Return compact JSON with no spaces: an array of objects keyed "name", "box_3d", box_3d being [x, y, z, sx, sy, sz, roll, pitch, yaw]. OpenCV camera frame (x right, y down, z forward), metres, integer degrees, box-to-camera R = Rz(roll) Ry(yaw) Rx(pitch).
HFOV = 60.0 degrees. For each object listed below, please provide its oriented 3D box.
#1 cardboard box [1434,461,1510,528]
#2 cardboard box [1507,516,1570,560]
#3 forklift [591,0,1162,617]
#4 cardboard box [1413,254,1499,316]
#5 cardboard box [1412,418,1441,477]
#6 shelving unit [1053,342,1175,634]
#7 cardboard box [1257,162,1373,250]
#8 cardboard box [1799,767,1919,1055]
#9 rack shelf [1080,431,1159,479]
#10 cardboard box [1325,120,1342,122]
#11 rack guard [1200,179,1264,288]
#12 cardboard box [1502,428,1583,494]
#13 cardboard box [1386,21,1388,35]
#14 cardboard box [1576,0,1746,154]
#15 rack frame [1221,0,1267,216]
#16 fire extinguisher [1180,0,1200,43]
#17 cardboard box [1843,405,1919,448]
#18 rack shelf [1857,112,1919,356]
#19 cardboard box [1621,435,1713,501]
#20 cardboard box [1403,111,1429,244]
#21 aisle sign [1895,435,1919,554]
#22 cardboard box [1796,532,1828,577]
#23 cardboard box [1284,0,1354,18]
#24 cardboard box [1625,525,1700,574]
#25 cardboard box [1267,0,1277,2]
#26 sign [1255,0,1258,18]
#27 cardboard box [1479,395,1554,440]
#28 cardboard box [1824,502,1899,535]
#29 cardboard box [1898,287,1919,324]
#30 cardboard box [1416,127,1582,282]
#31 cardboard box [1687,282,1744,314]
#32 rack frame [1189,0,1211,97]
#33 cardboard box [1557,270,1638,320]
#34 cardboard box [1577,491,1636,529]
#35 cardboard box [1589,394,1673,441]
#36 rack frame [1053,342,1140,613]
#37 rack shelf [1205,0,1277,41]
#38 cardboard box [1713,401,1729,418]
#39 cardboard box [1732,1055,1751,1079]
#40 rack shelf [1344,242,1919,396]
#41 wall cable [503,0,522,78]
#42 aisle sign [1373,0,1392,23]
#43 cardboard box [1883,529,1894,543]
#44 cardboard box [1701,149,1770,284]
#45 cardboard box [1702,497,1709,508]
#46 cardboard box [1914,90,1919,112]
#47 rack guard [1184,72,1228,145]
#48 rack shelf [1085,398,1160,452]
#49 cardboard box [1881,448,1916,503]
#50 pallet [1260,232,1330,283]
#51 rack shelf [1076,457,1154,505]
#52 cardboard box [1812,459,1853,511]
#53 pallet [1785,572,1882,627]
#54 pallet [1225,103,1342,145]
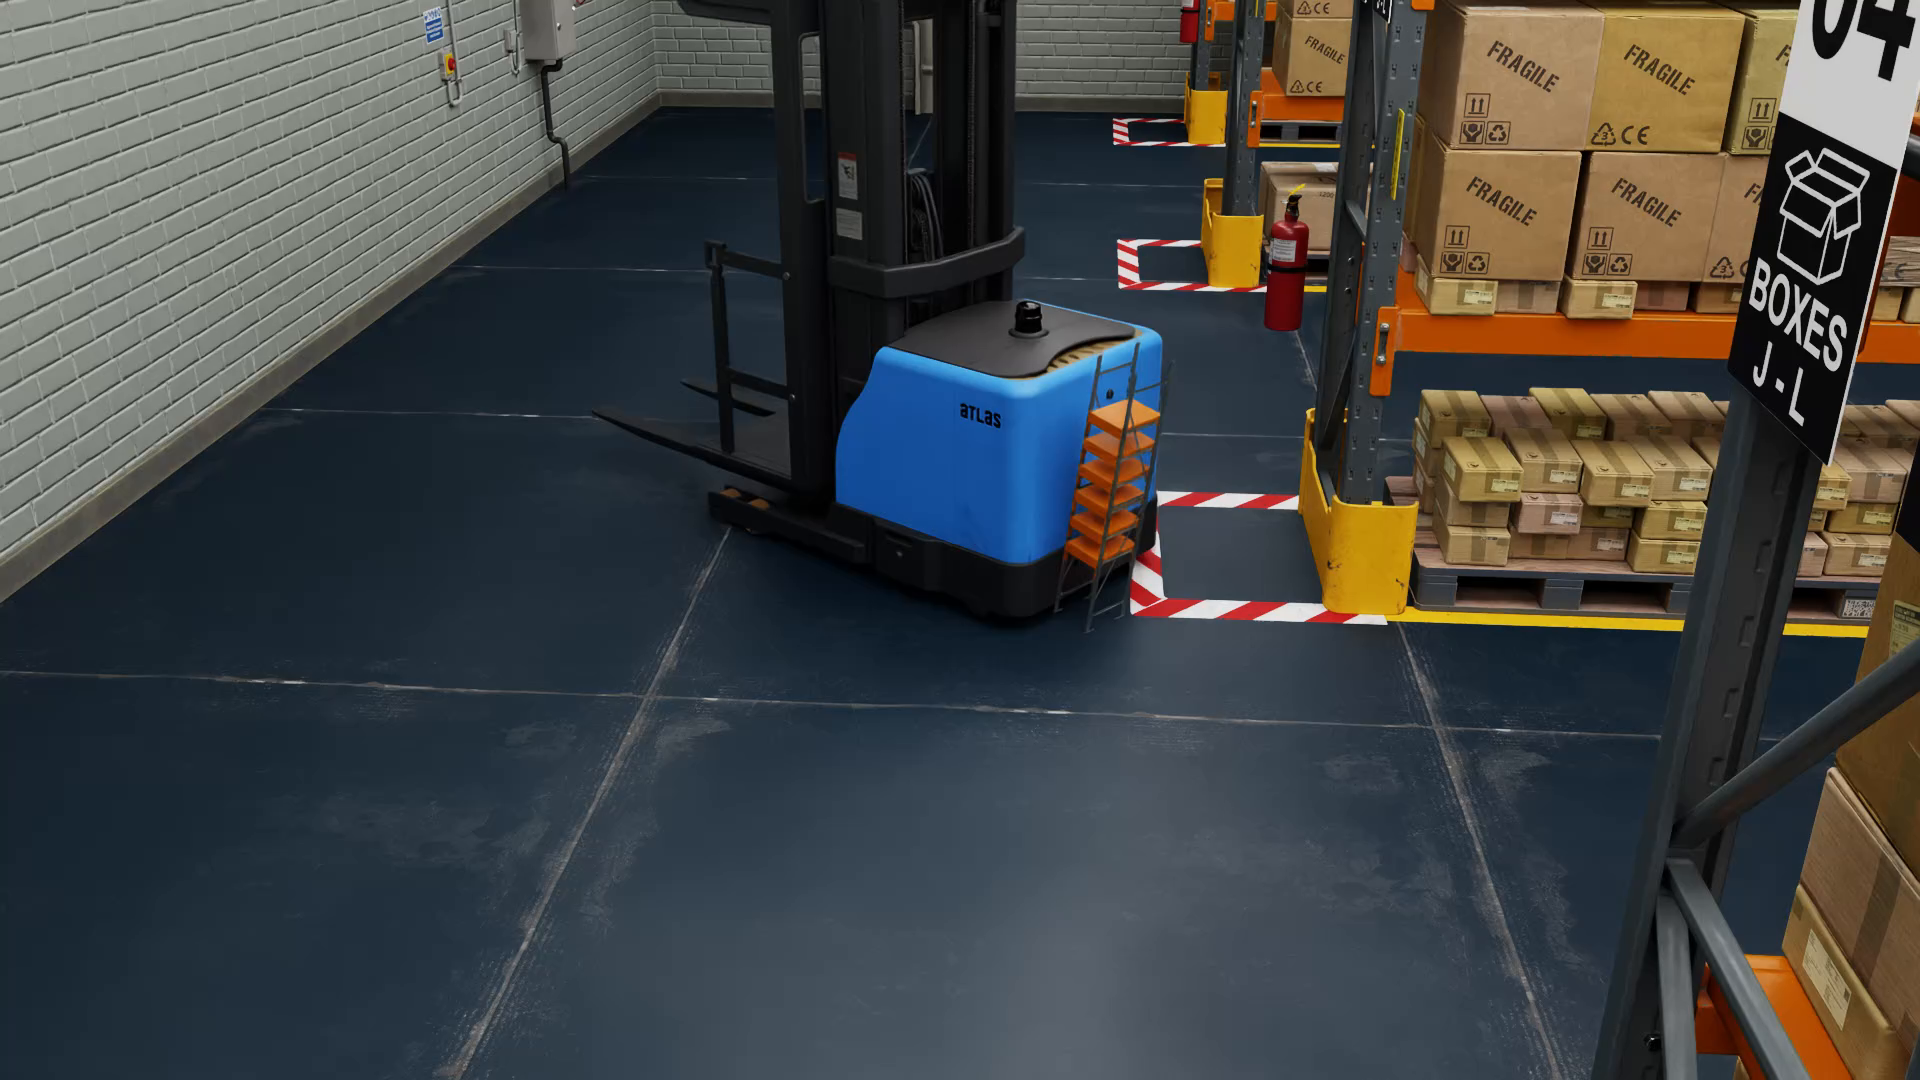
[{"name":"cardboard box","box_3d":[2.199,-0.199,7.147,0.250,0.149,0.380,3,25,6]},{"name":"cardboard box","box_3d":[2.461,-0.064,7.208,0.250,0.149,0.380,2,25,4]},{"name":"forklift","box_3d":[-0.563,-1.504,7.512,3.031,2.935,1.130,20,31,36]},{"name":"cardboard box","box_3d":[1.994,-1.031,6.703,0.250,0.149,0.380,2,25,4]},{"name":"cardboard box","box_3d":[2.244,-0.425,7.638,0.250,0.149,0.380,1,25,3]},{"name":"shelving unit","box_3d":[0.612,-0.192,6.714,0.258,1.200,0.189,-22,42,-39]},{"name":"cardboard box","box_3d":[2.640,-2.406,11.953,0.875,0.438,0.875,1,25,2]},{"name":"cardboard box","box_3d":[1.719,0.610,2.661,0.500,0.250,0.500,1,25,3]},{"name":"rack shelf","box_3d":[0.634,-0.358,6.612,0.258,0.103,0.180,-22,42,-39]},{"name":"cardboard box","box_3d":[3.803,-4.380,16.169,0.500,0.500,0.700,3,25,6]},{"name":"rack guard","box_3d":[1.951,-2.224,11.985,0.348,0.500,1.175,2,25,4]},{"name":"cardboard box","box_3d":[2.477,-0.341,7.100,0.250,0.149,0.380,2,25,5]},{"name":"cardboard box","box_3d":[2.938,-3.265,11.137,0.500,0.500,0.500,1,25,3]},{"name":"cardboard box","box_3d":[2.627,-1.789,6.377,0.500,0.500,0.500,3,25,6]},{"name":"rack frame","box_3d":[1.975,-3.359,11.461,0.127,3.000,1.000,2,25,4]},{"name":"fire extinguisher","box_3d":[2.169,-5.035,15.643,0.183,0.674,0.296,2,25,4]},{"name":"cardboard box","box_3d":[4.044,-0.464,7.367,0.250,0.149,0.380,1,25,2]},{"name":"rack shelf","box_3d":[3.210,-0.200,1.869,4.000,0.370,1.077,2,25,4]},{"name":"cardboard box","box_3d":[2.972,-0.306,7.024,0.250,0.149,0.380,1,25,1]},{"name":"cardboard box","box_3d":[2.164,-1.566,7.089,0.500,0.500,0.500,2,25,5]},{"name":"aisle sign","box_3d":[1.121,-0.287,1.675,0.004,0.787,0.394,2,25,4]},{"name":"cardboard box","box_3d":[3.460,0.008,7.052,0.250,0.149,0.380,1,25,1]},{"name":"cardboard box","box_3d":[2.431,-3.724,10.940,0.500,0.500,0.500,1,25,3]},{"name":"cardboard box","box_3d":[2.956,-0.005,7.080,0.250,0.149,0.380,2,25,5]},{"name":"cardboard box","box_3d":[2.915,-5.200,15.763,0.250,0.149,0.380,2,25,5]},{"name":"sign","box_3d":[1.926,-3.557,10.761,0.005,0.325,0.100,2,25,4]},{"name":"cardboard box","box_3d":[2.490,-0.515,7.477,0.250,0.149,0.380,2,25,5]},{"name":"cardboard box","box_3d":[3.780,-0.170,7.083,0.250,0.149,0.380,3,25,6]},{"name":"cardboard box","box_3d":[3.818,-0.982,6.596,0.250,0.149,0.380,2,25,5]},{"name":"cardboard box","box_3d":[2.123,-1.343,6.606,0.500,0.500,0.500,3,25,6]},{"name":"cardboard box","box_3d":[3.053,-1.039,6.721,0.250,0.149,0.380,2,25,3]},{"name":"rack frame","box_3d":[2.351,-5.428,15.957,0.127,3.000,1.000,2,25,4]},{"name":"cardboard box","box_3d":[2.515,-1.009,6.656,0.250,0.149,0.380,1,25,2]},{"name":"cardboard box","box_3d":[2.719,-0.196,7.140,0.250,0.149,0.380,2,25,5]},{"name":"cardboard box","box_3d":[3.011,-0.525,7.499,0.250,0.149,0.380,1,25,2]},{"name":"rack frame","box_3d":[0.550,-0.233,6.767,0.240,1.200,0.006,-22,42,-39]},{"name":"rack shelf","box_3d":[4.345,-5.037,15.968,4.000,0.370,1.077,2,25,4]},{"name":"cardboard box","box_3d":[3.537,-0.485,7.412,0.250,0.149,0.380,1,25,2]},{"name":"cardboard box","box_3d":[1.860,1.533,2.869,0.875,0.875,0.875,2,25,4]},{"name":"rack shelf","box_3d":[3.690,-0.902,6.982,4.000,0.370,1.077,2,25,4]},{"name":"wall cable","box_3d":[-3.552,-4.582,12.905,0.122,1.984,0.588,2,25,4]},{"name":"aisle sign","box_3d":[1.601,-2.351,6.160,0.004,0.787,0.394,2,25,4]},{"name":"cardboard box","box_3d":[3.981,0.000,7.070,0.250,0.149,0.380,2,25,5]},{"name":"cardboard box","box_3d":[3.146,-1.316,6.546,0.500,0.500,0.500,2,25,5]},{"name":"cardboard box","box_3d":[3.238,-0.174,7.092,0.250,0.149,0.380,1,25,1]},{"name":"cardboard box","box_3d":[3.653,-1.748,6.289,0.500,0.500,0.500,1,25,2]},{"name":"rack guard","box_3d":[2.427,-4.290,16.474,0.348,0.500,1.175,2,25,4]},{"name":"rack shelf","box_3d":[0.648,-0.459,6.549,0.258,0.103,0.180,-22,42,-39]},{"name":"cardboard box","box_3d":[4.004,-0.244,6.889,0.250,0.149,0.380,1,25,2]},{"name":"pallet","box_3d":[2.778,-2.099,12.059,1.213,0.211,1.003,2,25,4]},{"name":"rack shelf","box_3d":[0.621,-0.256,6.674,0.258,0.103,0.180,-22,42,-39]},{"name":"cardboard box","box_3d":[3.506,-0.266,6.936,0.250,0.149,0.380,2,25,5]},{"name":"pallet","box_3d":[3.793,0.058,7.372,1.213,0.211,1.003,2,25,4]},{"name":"pallet","box_3d":[3.222,-4.133,16.480,1.213,0.211,1.003,2,25,4]}]
